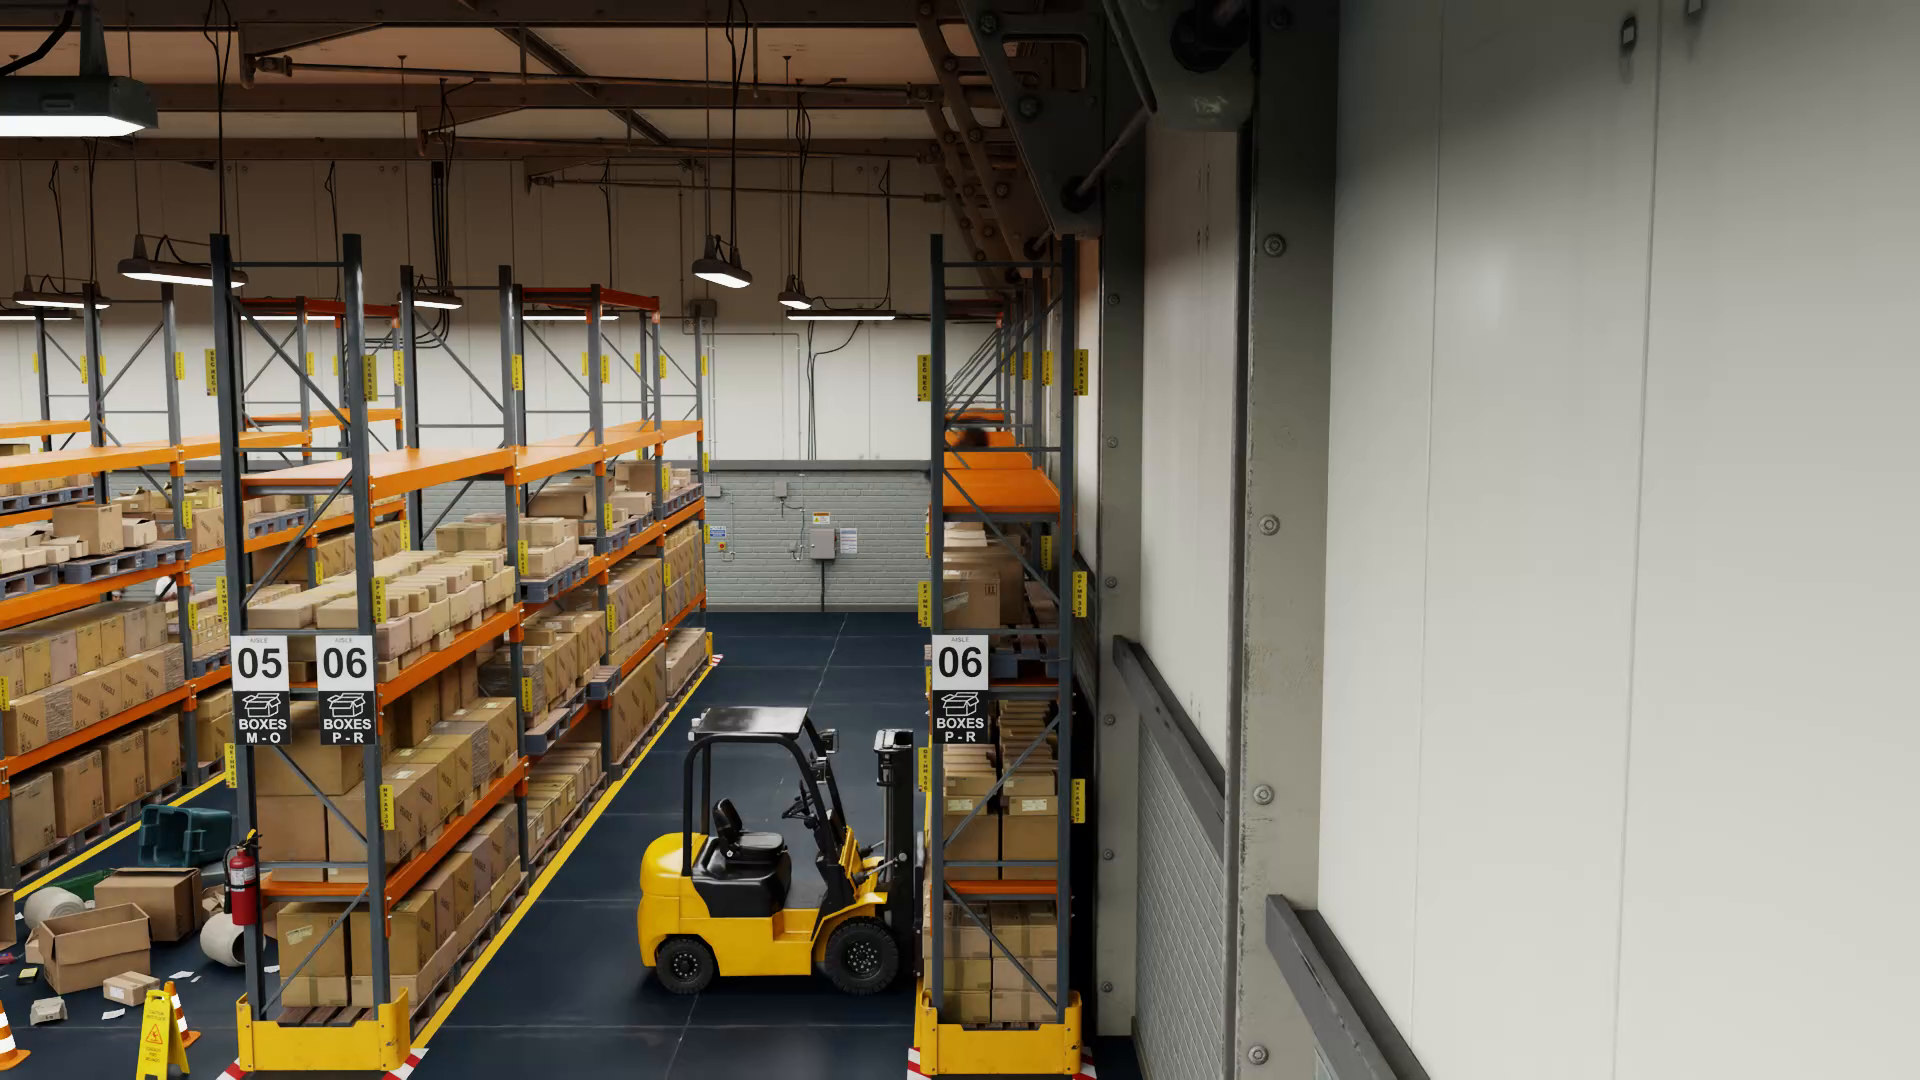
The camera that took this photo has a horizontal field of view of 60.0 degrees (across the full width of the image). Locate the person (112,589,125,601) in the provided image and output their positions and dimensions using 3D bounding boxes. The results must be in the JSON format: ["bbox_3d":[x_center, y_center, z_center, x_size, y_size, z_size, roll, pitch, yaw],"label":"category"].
[{"bbox_3d":[-12.742,1.540,25.152,0.619,1.668,0.907,-1,6,-10],"label":"person"}]

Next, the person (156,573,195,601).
[{"bbox_3d":[-13.345,1.173,28.430,0.753,1.638,0.716,-5,8,-41],"label":"person"}]
